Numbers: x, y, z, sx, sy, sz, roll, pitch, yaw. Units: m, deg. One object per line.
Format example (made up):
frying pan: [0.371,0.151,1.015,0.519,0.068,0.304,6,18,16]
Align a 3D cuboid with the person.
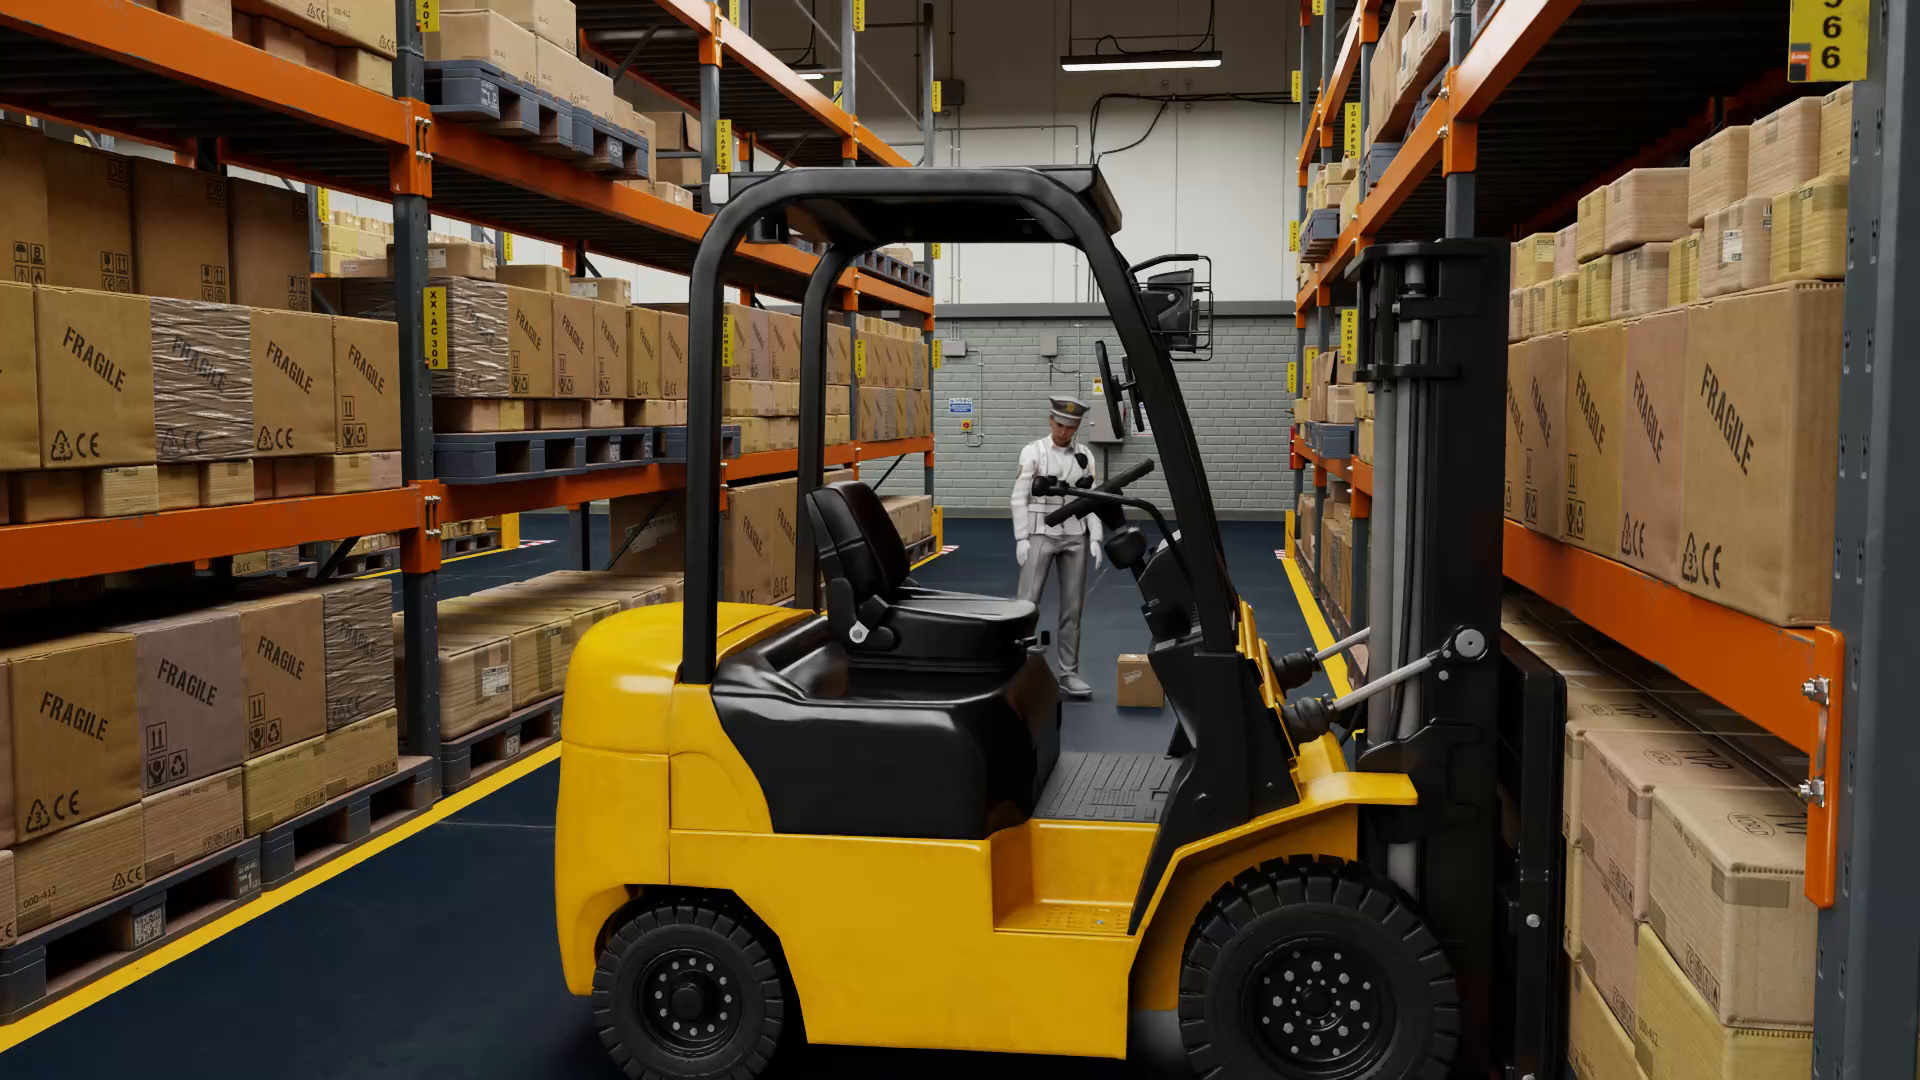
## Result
person: [0.521,0.047,9.269,0.561,1.701,0.375,-1,5,-16]
